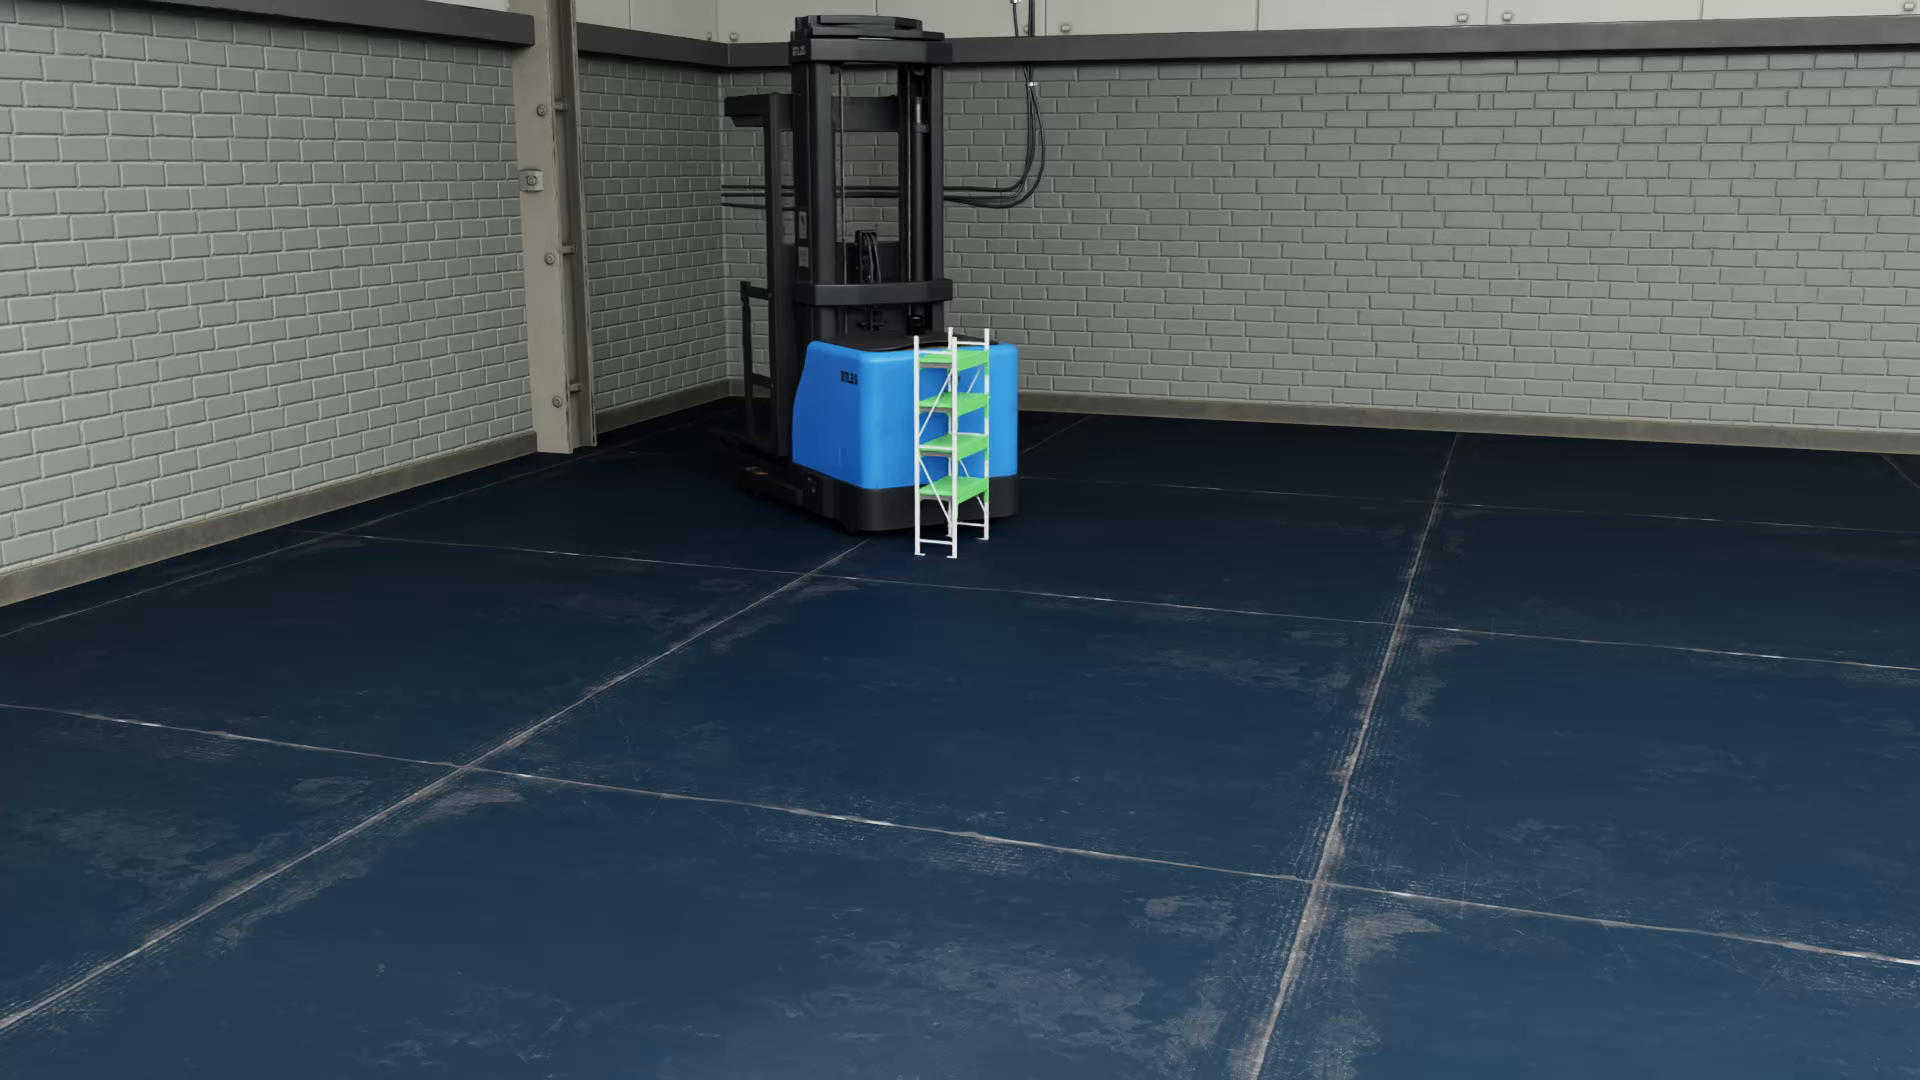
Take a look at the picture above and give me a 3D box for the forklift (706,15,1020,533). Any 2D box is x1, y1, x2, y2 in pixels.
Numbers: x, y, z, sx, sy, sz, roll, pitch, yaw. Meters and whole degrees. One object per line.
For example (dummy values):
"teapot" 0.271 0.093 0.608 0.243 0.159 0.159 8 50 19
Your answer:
"forklift" -0.802 -1.749 10.564 1.130 2.935 3.031 -7 15 -28

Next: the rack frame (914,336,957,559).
"rack frame" -0.130 -0.494 8.955 0.240 1.200 0.015 5 14 21

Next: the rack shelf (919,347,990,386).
"rack shelf" -0.041 -0.950 9.084 0.258 0.148 0.480 5 14 21

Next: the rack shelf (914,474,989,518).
"rack shelf" -0.041 -0.248 9.244 0.258 0.148 0.480 5 14 21

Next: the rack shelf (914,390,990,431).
"rack shelf" -0.041 -0.716 9.138 0.258 0.148 0.480 5 14 21

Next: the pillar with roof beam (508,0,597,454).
"pillar with roof beam" 1.107 -4.768 10.156 9.100 9.000 0.400 4 14 18

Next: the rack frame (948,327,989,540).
"rack frame" 0.048 -0.595 9.398 0.240 1.200 0.015 5 14 21

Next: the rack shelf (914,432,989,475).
"rack shelf" -0.041 -0.482 9.191 0.258 0.148 0.480 5 14 21

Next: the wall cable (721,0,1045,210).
"wall cable" -0.762 -4.089 14.160 3.097 2.526 0.112 4 14 18

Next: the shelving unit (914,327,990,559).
"shelving unit" -0.041 -0.544 9.177 0.258 1.200 0.503 5 14 21
